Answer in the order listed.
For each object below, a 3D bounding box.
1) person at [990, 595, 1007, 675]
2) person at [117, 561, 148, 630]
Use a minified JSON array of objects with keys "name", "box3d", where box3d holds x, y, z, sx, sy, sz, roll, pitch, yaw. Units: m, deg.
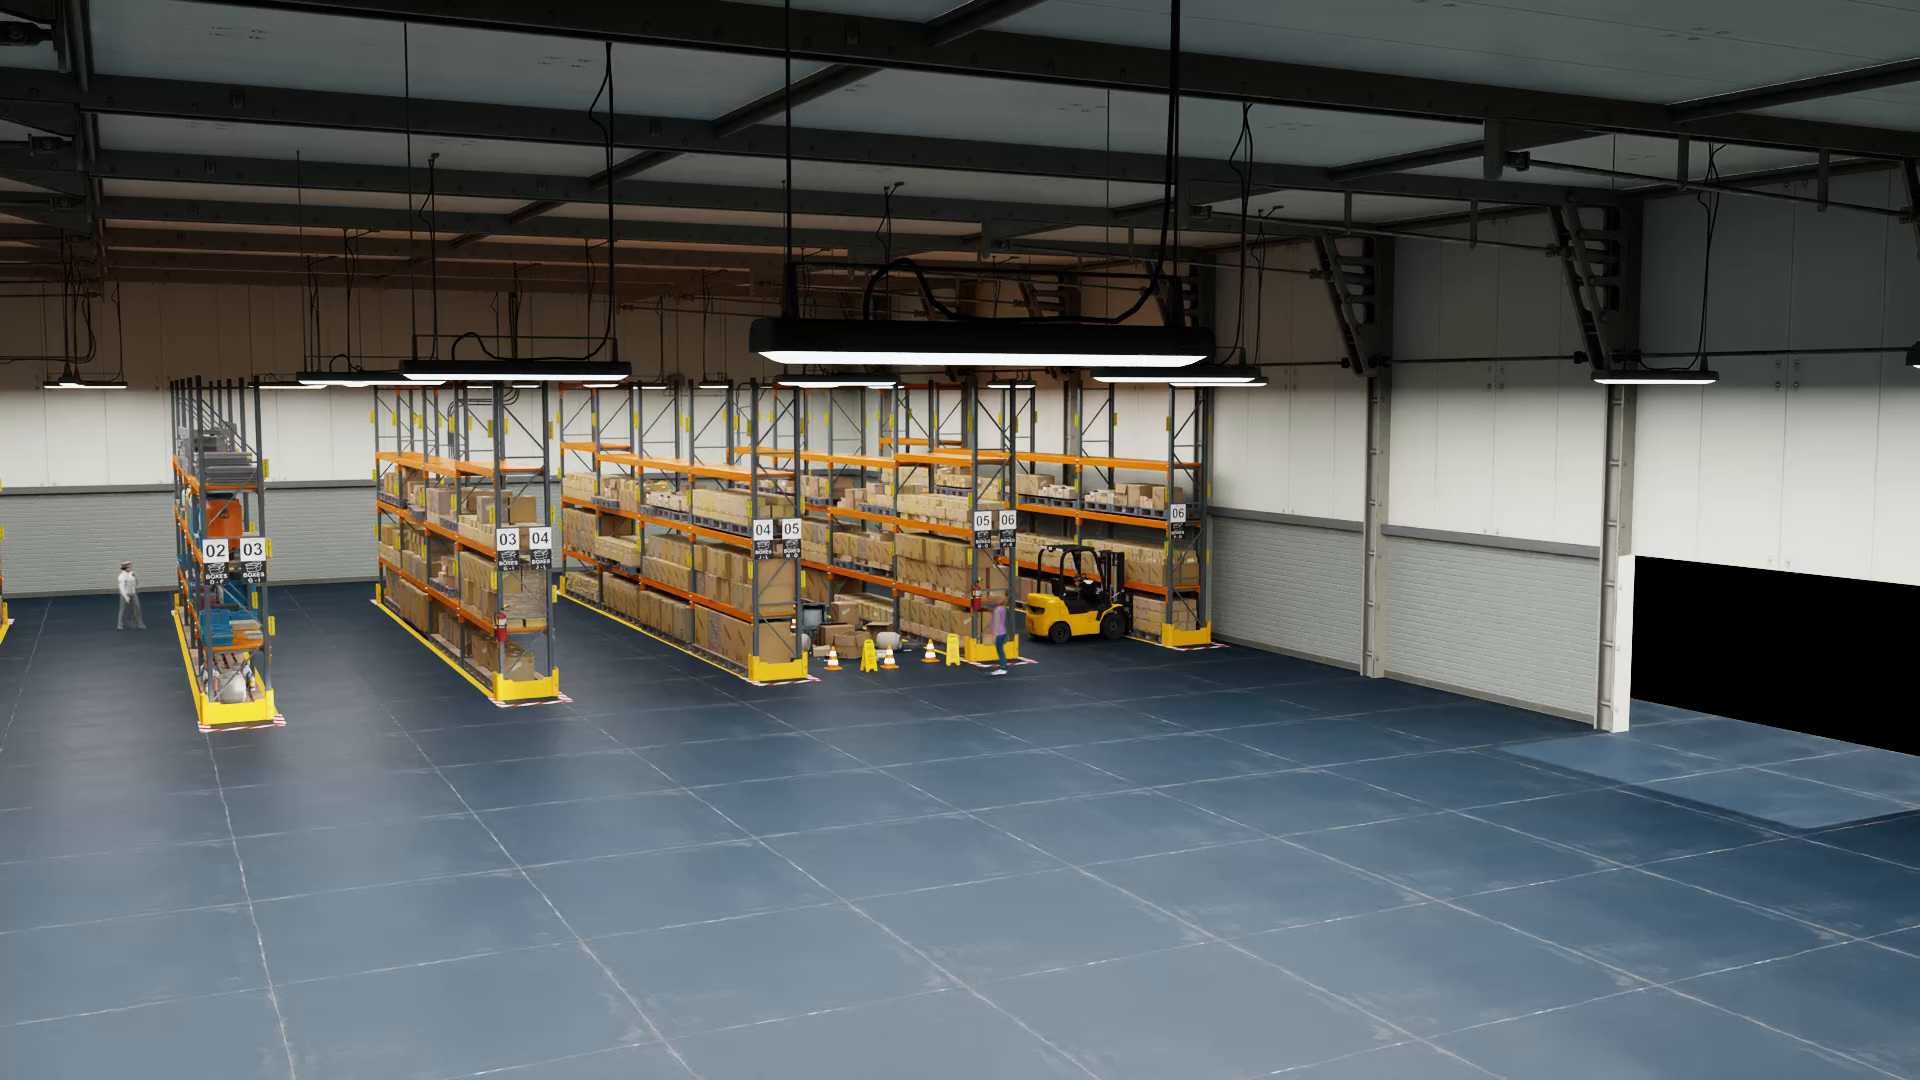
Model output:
[{"name":"person","box3d":[0.778,1.930,33.695,0.354,1.623,0.433,1,5,9]},{"name":"person","box3d":[-20.068,1.346,40.210,0.505,1.699,0.605,3,6,27]}]
